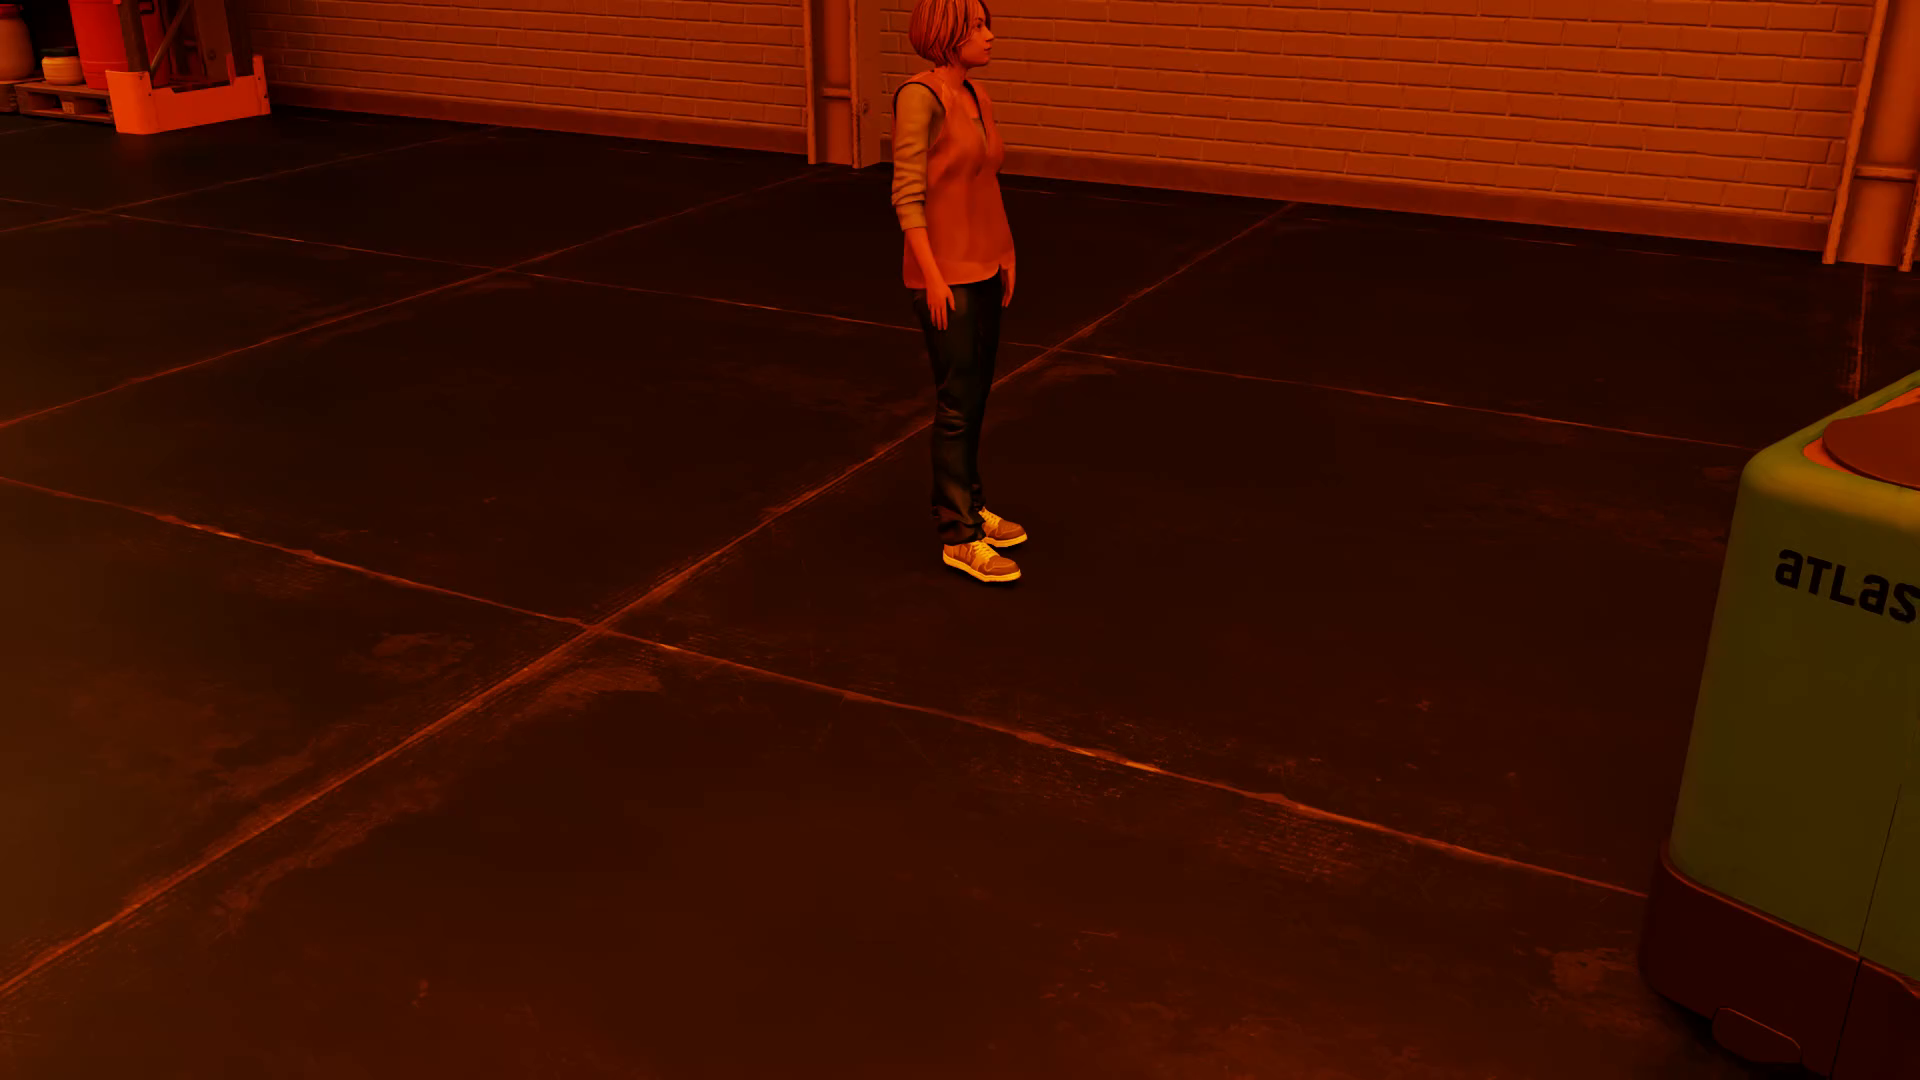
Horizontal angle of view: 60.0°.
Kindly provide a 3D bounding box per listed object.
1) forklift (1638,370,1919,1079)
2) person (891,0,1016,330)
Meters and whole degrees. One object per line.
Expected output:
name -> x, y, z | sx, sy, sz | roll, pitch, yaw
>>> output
forklift -> 2.595, -0.195, 1.766 | 1.130, 2.935, 3.031 | -19, 30, -38
person -> -0.025, -1.059, 4.626 | 0.257, 0.918, 0.501 | 11, 25, 25
